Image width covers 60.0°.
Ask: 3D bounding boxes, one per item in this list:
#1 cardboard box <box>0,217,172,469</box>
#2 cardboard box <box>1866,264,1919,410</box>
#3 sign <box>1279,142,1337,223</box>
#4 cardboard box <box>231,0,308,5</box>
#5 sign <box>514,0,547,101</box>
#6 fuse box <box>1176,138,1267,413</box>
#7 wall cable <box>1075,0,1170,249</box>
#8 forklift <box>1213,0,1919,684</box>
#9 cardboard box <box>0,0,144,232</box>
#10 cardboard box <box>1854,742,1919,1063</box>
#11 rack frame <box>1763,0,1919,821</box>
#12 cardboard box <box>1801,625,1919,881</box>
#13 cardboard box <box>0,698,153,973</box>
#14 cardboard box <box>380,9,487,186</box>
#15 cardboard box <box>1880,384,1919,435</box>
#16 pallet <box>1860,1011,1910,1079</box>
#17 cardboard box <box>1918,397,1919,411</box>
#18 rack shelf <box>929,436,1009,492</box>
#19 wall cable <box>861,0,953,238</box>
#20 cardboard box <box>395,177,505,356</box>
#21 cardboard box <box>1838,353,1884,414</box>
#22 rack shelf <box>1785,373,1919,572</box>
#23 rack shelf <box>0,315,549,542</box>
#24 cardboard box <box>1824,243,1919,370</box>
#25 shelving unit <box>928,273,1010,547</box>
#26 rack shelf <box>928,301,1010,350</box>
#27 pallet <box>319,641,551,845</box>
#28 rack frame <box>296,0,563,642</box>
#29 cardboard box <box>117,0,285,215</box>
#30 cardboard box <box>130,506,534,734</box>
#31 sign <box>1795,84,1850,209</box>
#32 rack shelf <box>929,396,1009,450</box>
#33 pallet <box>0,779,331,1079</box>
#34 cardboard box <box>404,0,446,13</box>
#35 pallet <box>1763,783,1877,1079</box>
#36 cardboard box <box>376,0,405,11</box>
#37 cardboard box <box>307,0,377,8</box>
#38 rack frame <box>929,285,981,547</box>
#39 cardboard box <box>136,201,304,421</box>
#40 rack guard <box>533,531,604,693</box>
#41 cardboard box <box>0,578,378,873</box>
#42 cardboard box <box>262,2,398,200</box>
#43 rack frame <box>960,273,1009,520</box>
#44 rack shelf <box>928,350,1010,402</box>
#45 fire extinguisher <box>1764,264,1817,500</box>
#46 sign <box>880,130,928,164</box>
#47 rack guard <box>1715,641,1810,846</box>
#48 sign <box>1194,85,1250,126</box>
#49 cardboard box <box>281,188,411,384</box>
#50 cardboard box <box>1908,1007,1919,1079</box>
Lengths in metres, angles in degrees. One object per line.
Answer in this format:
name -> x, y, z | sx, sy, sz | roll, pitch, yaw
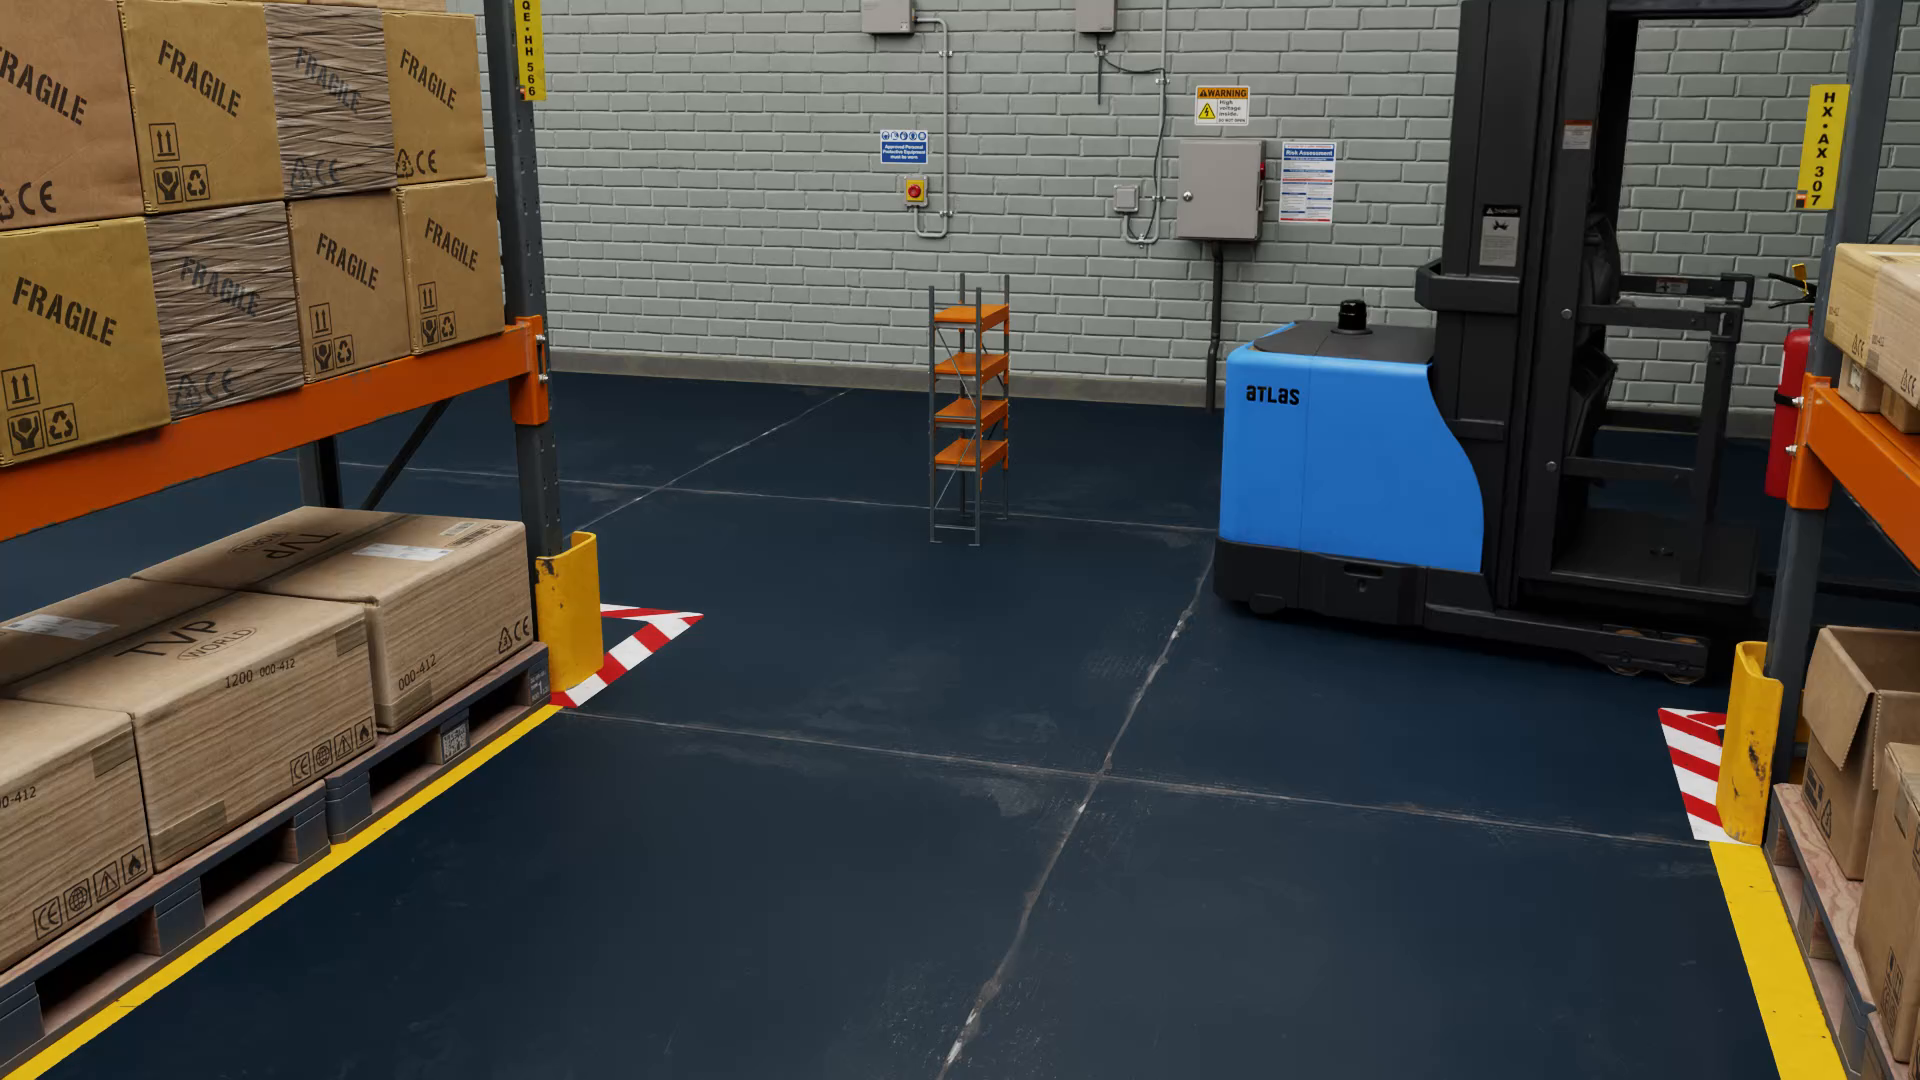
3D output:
cardboard box -> -2.234, -0.479, 3.839 | 0.500, 0.500, 0.500 | 5, 17, 18
cardboard box -> 2.307, -0.437, 3.602 | 0.500, 0.250, 0.500 | 5, 17, 16
sign -> 2.162, -2.226, 10.353 | 0.329, 0.494, 0.001 | 5, 16, 16
cardboard box -> -1.986, -1.506, 4.438 | 0.380, 0.149, 0.250 | 5, 17, 17
sign -> -1.407, -1.605, 5.434 | 0.100, 0.325, 0.005 | 5, 16, 16
fuse box -> 1.630, -1.636, 10.460 | 0.539, 1.711, 0.414 | 5, 16, 16
wall cable -> 1.020, -2.838, 10.477 | 0.588, 1.984, 0.122 | 5, 16, 16
forklift -> 2.589, -1.055, 6.179 | 3.031, 2.935, 1.130 | 8, 18, 26
cardboard box -> -2.240, -0.964, 3.717 | 0.500, 0.500, 0.500 | 5, 16, 15
cardboard box -> 2.292, 0.778, 3.399 | 0.700, 0.500, 0.500 | 5, 17, 18
rack frame -> 2.837, -0.595, 4.432 | 1.000, 3.000, 0.127 | 5, 16, 16
cardboard box -> 2.572, 0.556, 4.177 | 0.797, 0.503, 0.637 | 4, 16, 14
cardboard box -> -2.525, 0.707, 3.764 | 0.875, 0.438, 0.875 | 4, 16, 14
cardboard box -> -1.832, -1.364, 5.125 | 0.500, 0.500, 0.500 | 5, 17, 18
cardboard box -> 2.453, -0.340, 3.991 | 0.380, 0.149, 0.250 | 5, 17, 17
pallet -> 2.241, 1.293, 2.885 | 1.003, 0.211, 1.213 | 5, 16, 16
cardboard box -> 2.166, -0.304, 3.133 | 0.500, 0.250, 0.500 | 4, 16, 15
rack shelf -> 0.047, -0.365, 7.891 | 0.258, 0.148, 0.480 | 5, 16, 16
wall cable -> -0.343, -2.960, 10.850 | 0.585, 1.953, 0.123 | 5, 16, 16
cardboard box -> -1.806, -0.881, 5.254 | 0.500, 0.500, 0.500 | 5, 17, 16
cardboard box -> 2.481, -0.410, 4.238 | 0.380, 0.149, 0.250 | 4, 16, 15
rack shelf -> 2.269, 0.274, 2.685 | 1.077, 0.370, 4.000 | 5, 16, 16
rack shelf -> -2.491, -0.110, 4.039 | 1.077, 0.370, 4.000 | 5, 16, 16
cardboard box -> 2.450, -0.569, 4.067 | 0.500, 0.250, 0.500 | 5, 17, 16
shelving unit -> 0.047, -0.621, 7.818 | 0.258, 1.200, 0.503 | 5, 16, 16
rack shelf -> 0.047, -0.999, 7.711 | 0.258, 0.148, 0.480 | 5, 16, 16
pallet -> -2.075, 0.577, 5.407 | 1.003, 0.211, 1.213 | 5, 16, 16
rack frame -> -1.923, -0.979, 5.785 | 1.000, 3.000, 0.127 | 5, 16, 16
cardboard box -> -2.096, -1.096, 4.180 | 0.500, 0.500, 0.500 | 5, 16, 16
cardboard box -> -2.015, 0.232, 5.442 | 0.875, 0.438, 0.875 | 4, 16, 14
sign -> 2.317, -1.054, 4.462 | 0.100, 0.325, 0.005 | 5, 16, 16
rack shelf -> 0.047, -0.556, 7.837 | 0.258, 0.148, 0.480 | 5, 16, 16
pallet -> -2.424, 0.896, 4.285 | 1.003, 0.211, 1.213 | 5, 16, 16
cardboard box -> -1.833, -1.711, 5.161 | 0.380, 0.149, 0.250 | 5, 17, 17
pallet -> 2.590, 0.975, 4.007 | 1.003, 0.211, 1.213 | 5, 16, 16
cardboard box -> -1.882, -1.643, 4.920 | 0.380, 0.149, 0.250 | 5, 17, 17
cardboard box -> -1.875, -1.569, 4.659 | 0.380, 0.149, 0.250 | 4, 16, 15
rack frame -> -0.022, -0.557, 7.593 | 0.240, 1.200, 0.015 | 5, 16, 16
cardboard box -> -2.100, -0.615, 4.318 | 0.500, 0.500, 0.500 | 5, 17, 17
rack guard -> -1.916, 0.217, 6.149 | 1.175, 0.500, 0.348 | 5, 16, 16
cardboard box -> -2.267, 0.472, 4.595 | 0.875, 0.438, 0.875 | 5, 17, 17
cardboard box -> -1.952, -1.225, 4.635 | 0.500, 0.500, 0.500 | 5, 16, 16
rack frame -> 0.116, -0.684, 8.043 | 0.240, 1.200, 0.015 | 5, 16, 16
rack shelf -> 0.047, -0.771, 7.776 | 0.258, 0.148, 0.480 | 5, 16, 16
fire extinguisher -> 2.436, -0.453, 4.755 | 0.296, 0.674, 0.183 | 5, 16, 16
sign -> -0.372, -2.606, 11.026 | 0.327, 0.218, 0.001 | 5, 16, 16
rack guard -> 2.816, 0.627, 4.703 | 1.175, 0.500, 0.348 | 5, 16, 16
sign -> 1.635, -2.711, 10.377 | 0.339, 0.242, 0.001 | 5, 16, 16
cardboard box -> -1.963, -0.751, 4.796 | 0.500, 0.500, 0.500 | 4, 16, 15
cardboard box -> 2.046, 0.909, 2.939 | 0.500, 0.500, 0.500 | 5, 17, 17
